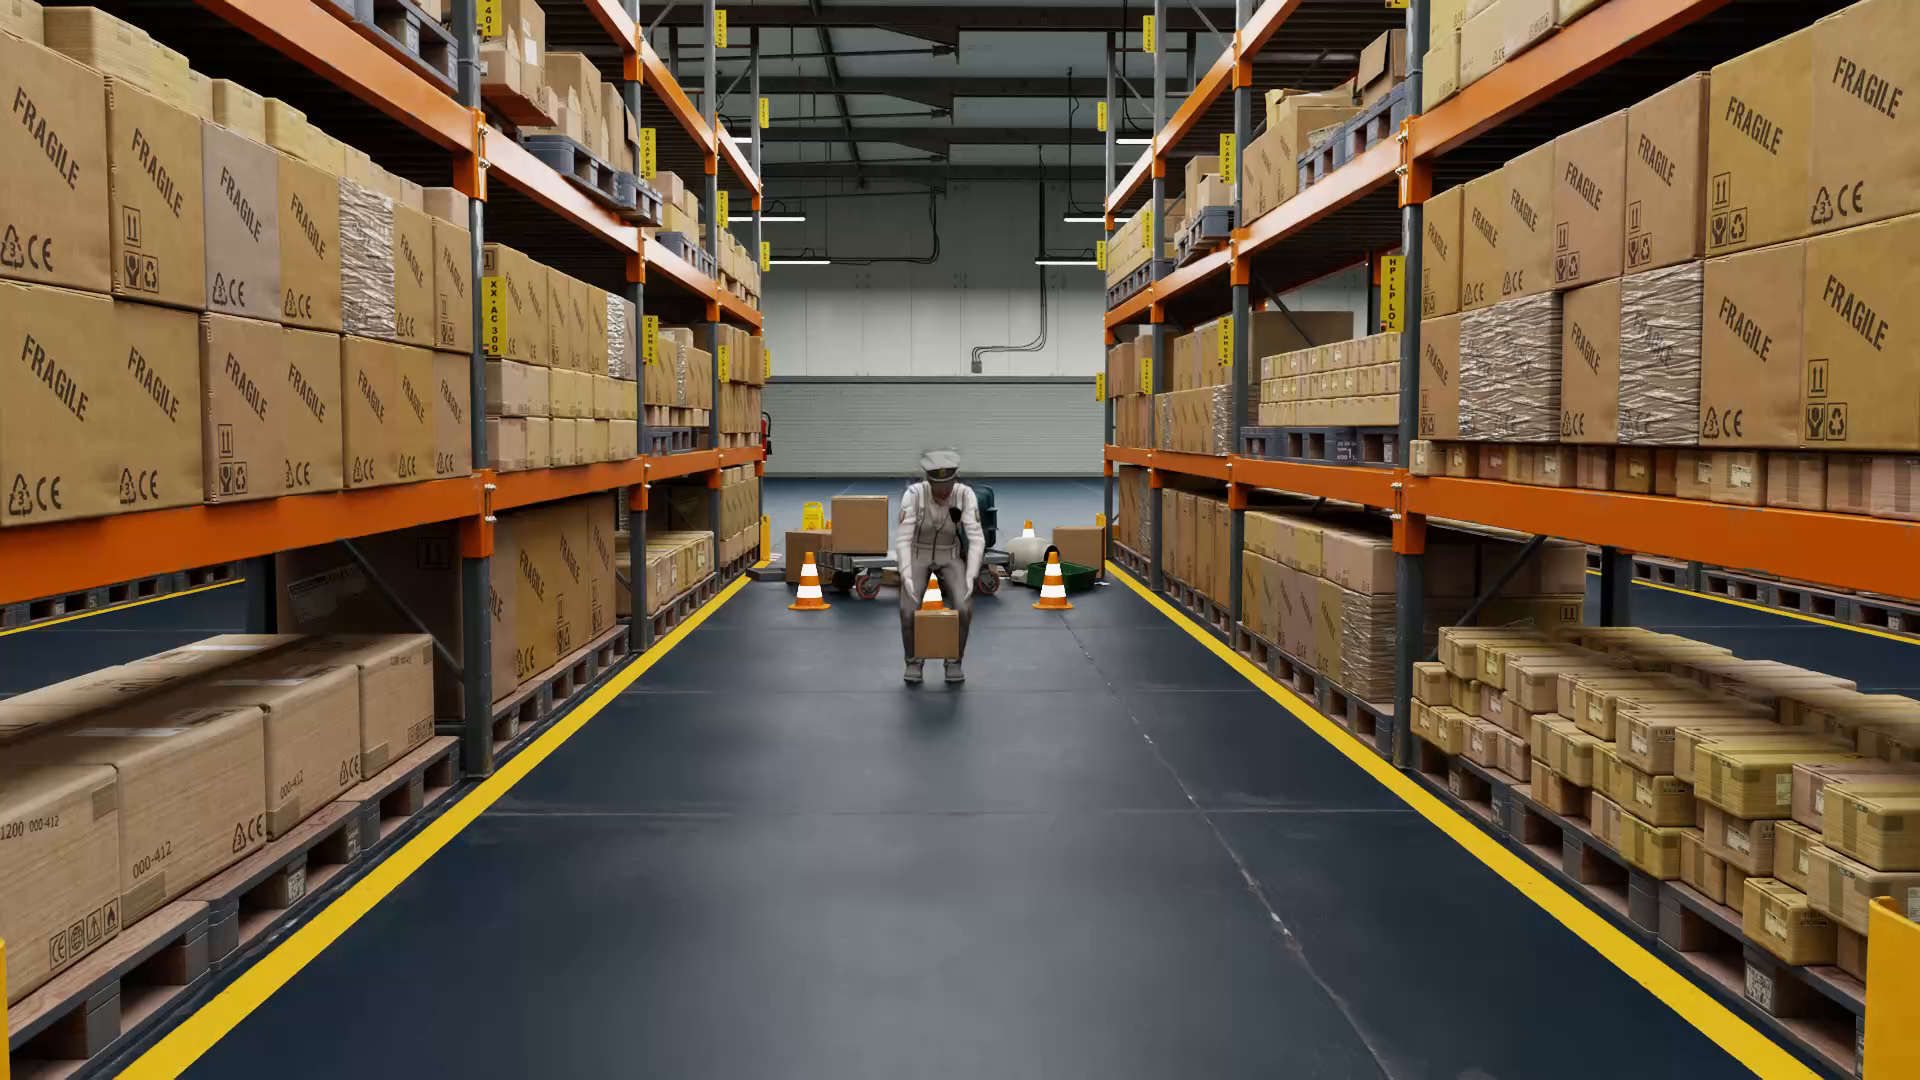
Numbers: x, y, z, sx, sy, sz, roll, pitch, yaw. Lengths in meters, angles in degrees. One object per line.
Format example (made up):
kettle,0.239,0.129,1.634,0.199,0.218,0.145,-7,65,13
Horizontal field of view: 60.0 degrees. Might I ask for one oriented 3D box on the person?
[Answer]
person,-0.118,0.156,9.881,0.535,1.376,0.708,0,4,-1
